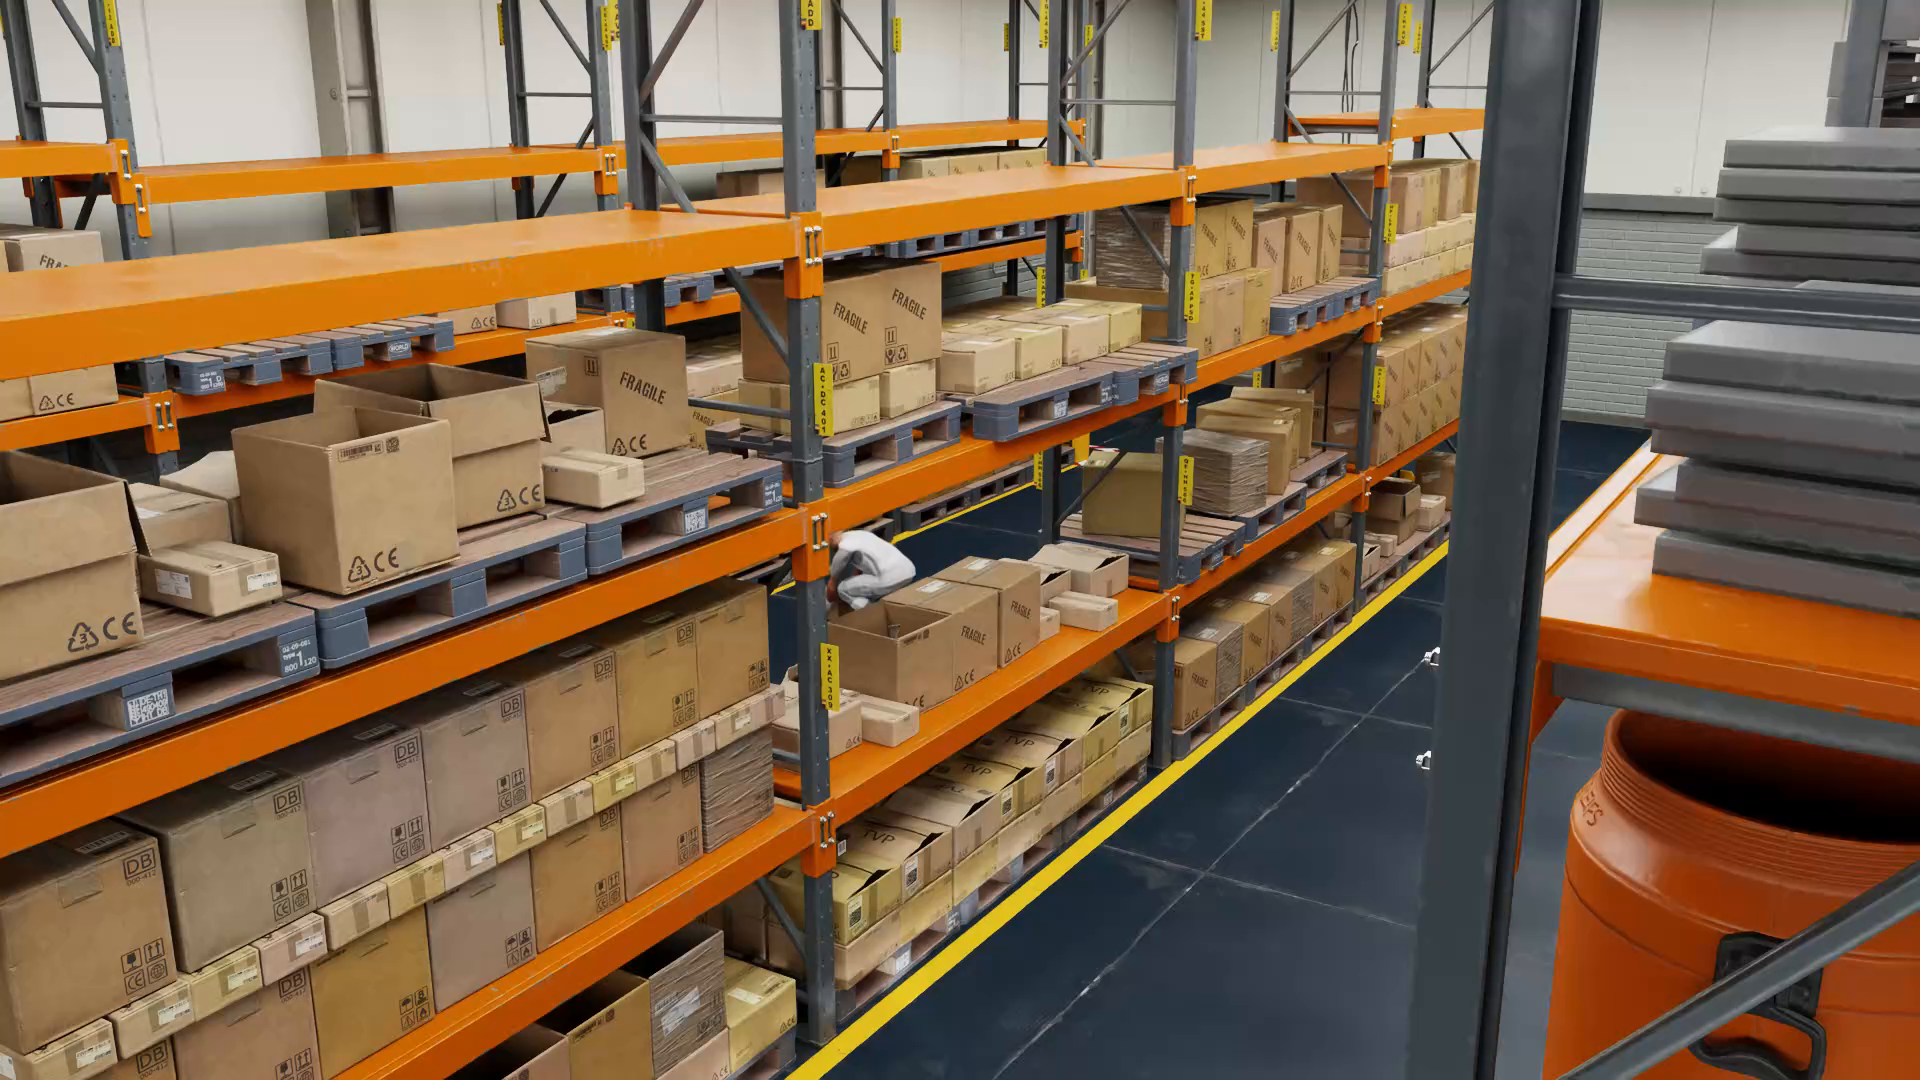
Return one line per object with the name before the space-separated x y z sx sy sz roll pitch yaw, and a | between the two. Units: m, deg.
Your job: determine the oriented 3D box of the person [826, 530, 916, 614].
person | -0.834 0.303 14.542 0.887 0.907 0.570 10 19 30
